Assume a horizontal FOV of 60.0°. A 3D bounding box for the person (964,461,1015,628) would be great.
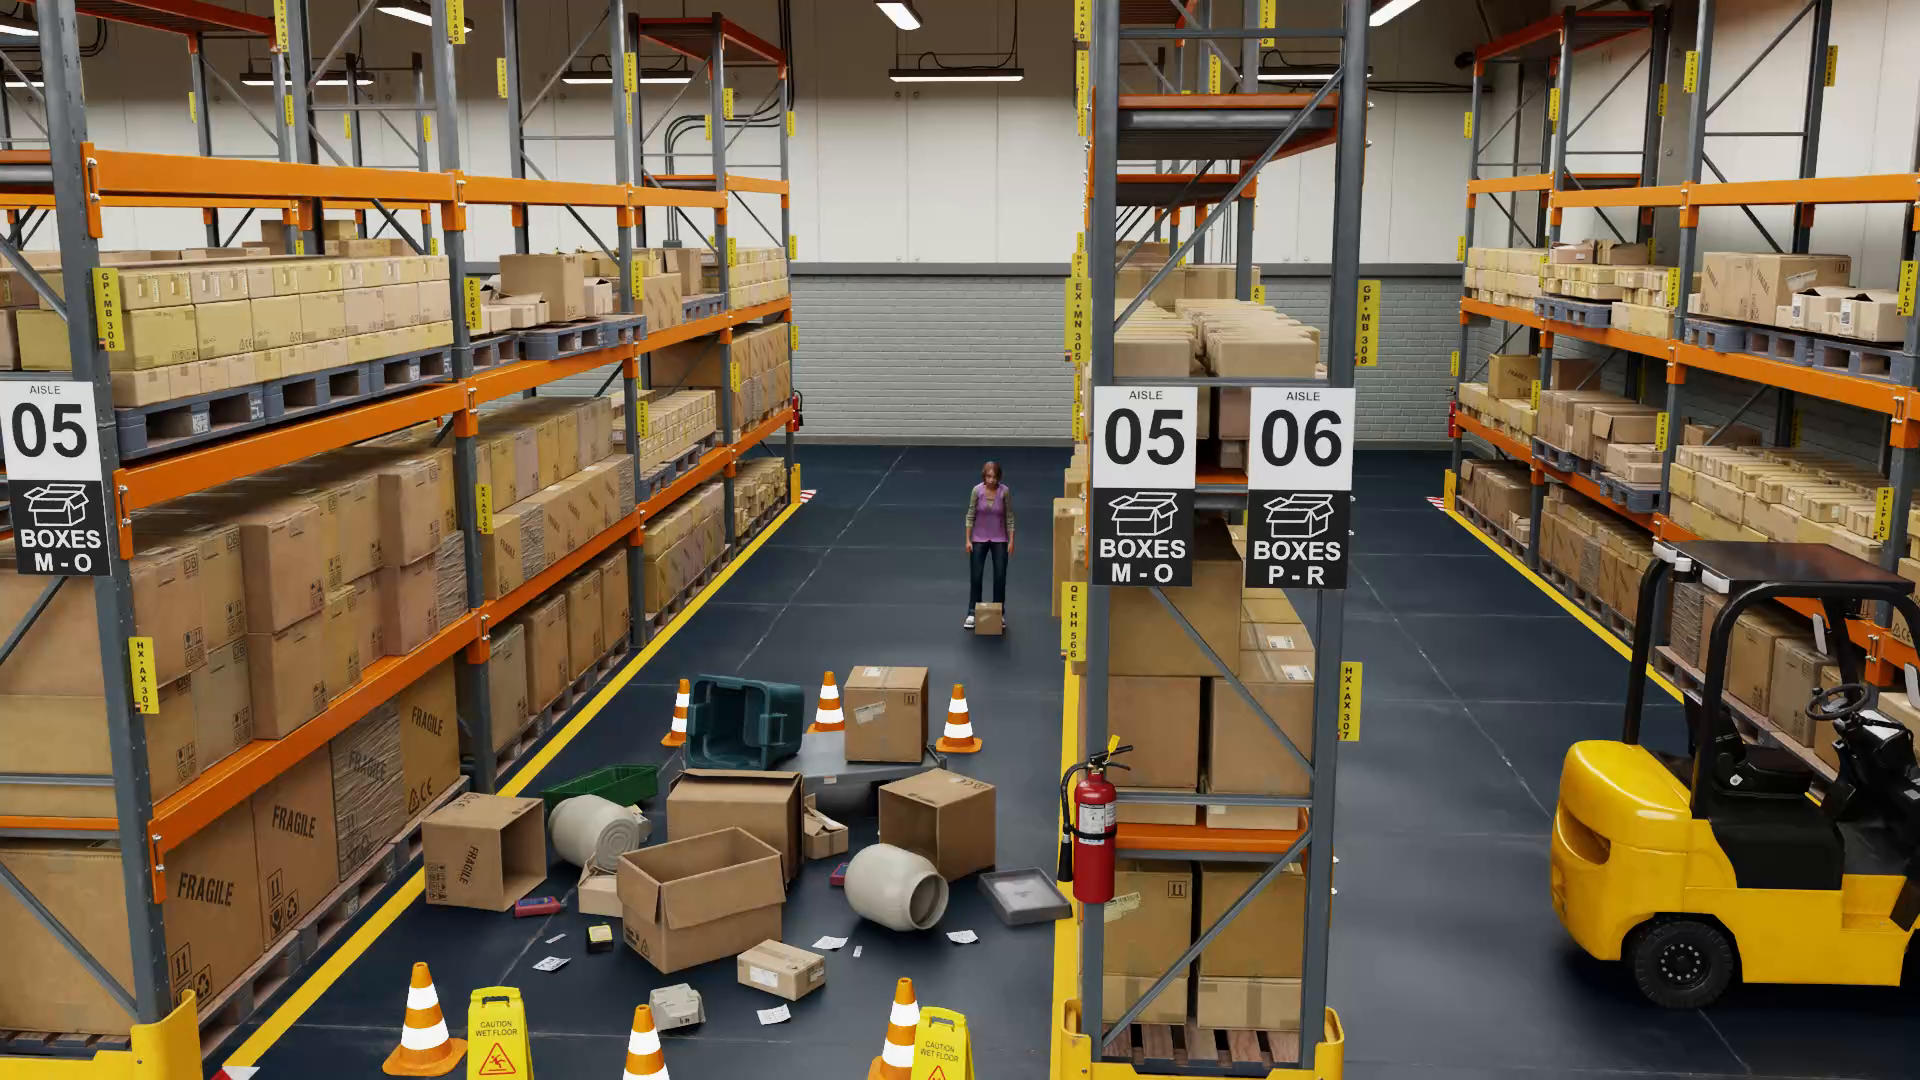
[{"bbox_3d":[0.281,0.037,15.768,0.479,1.593,0.345,0,11,2],"label":"person"}]
